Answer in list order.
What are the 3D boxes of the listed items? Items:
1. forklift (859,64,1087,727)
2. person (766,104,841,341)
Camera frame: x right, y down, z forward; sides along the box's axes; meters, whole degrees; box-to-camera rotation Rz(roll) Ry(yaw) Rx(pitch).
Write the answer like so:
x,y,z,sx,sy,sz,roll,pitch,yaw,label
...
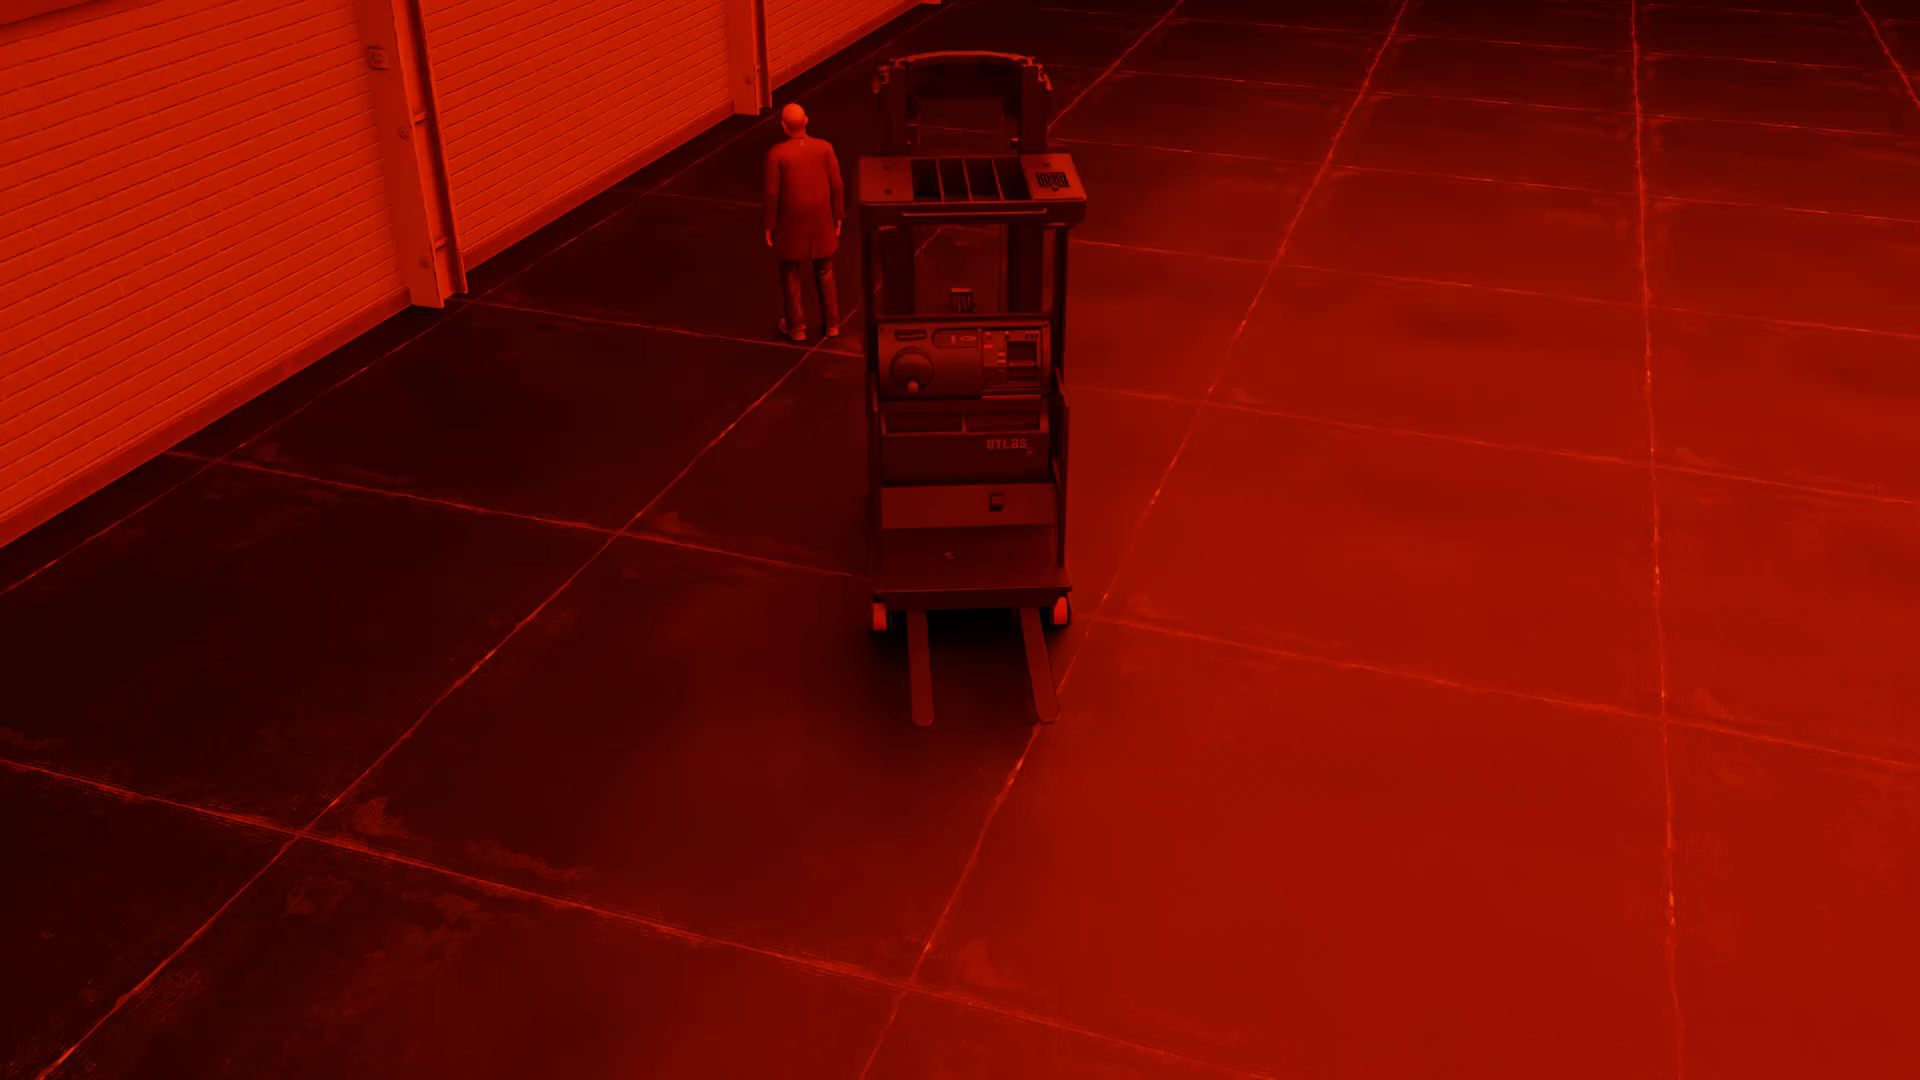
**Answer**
x,y,z,sx,sy,sz,roll,pitch,yaw,label
0.039,-0.908,8.793,1.129,2.867,3.031,-2,30,-3,forklift
-1.183,-2.388,12.496,0.599,1.772,0.389,-11,31,-18,person
